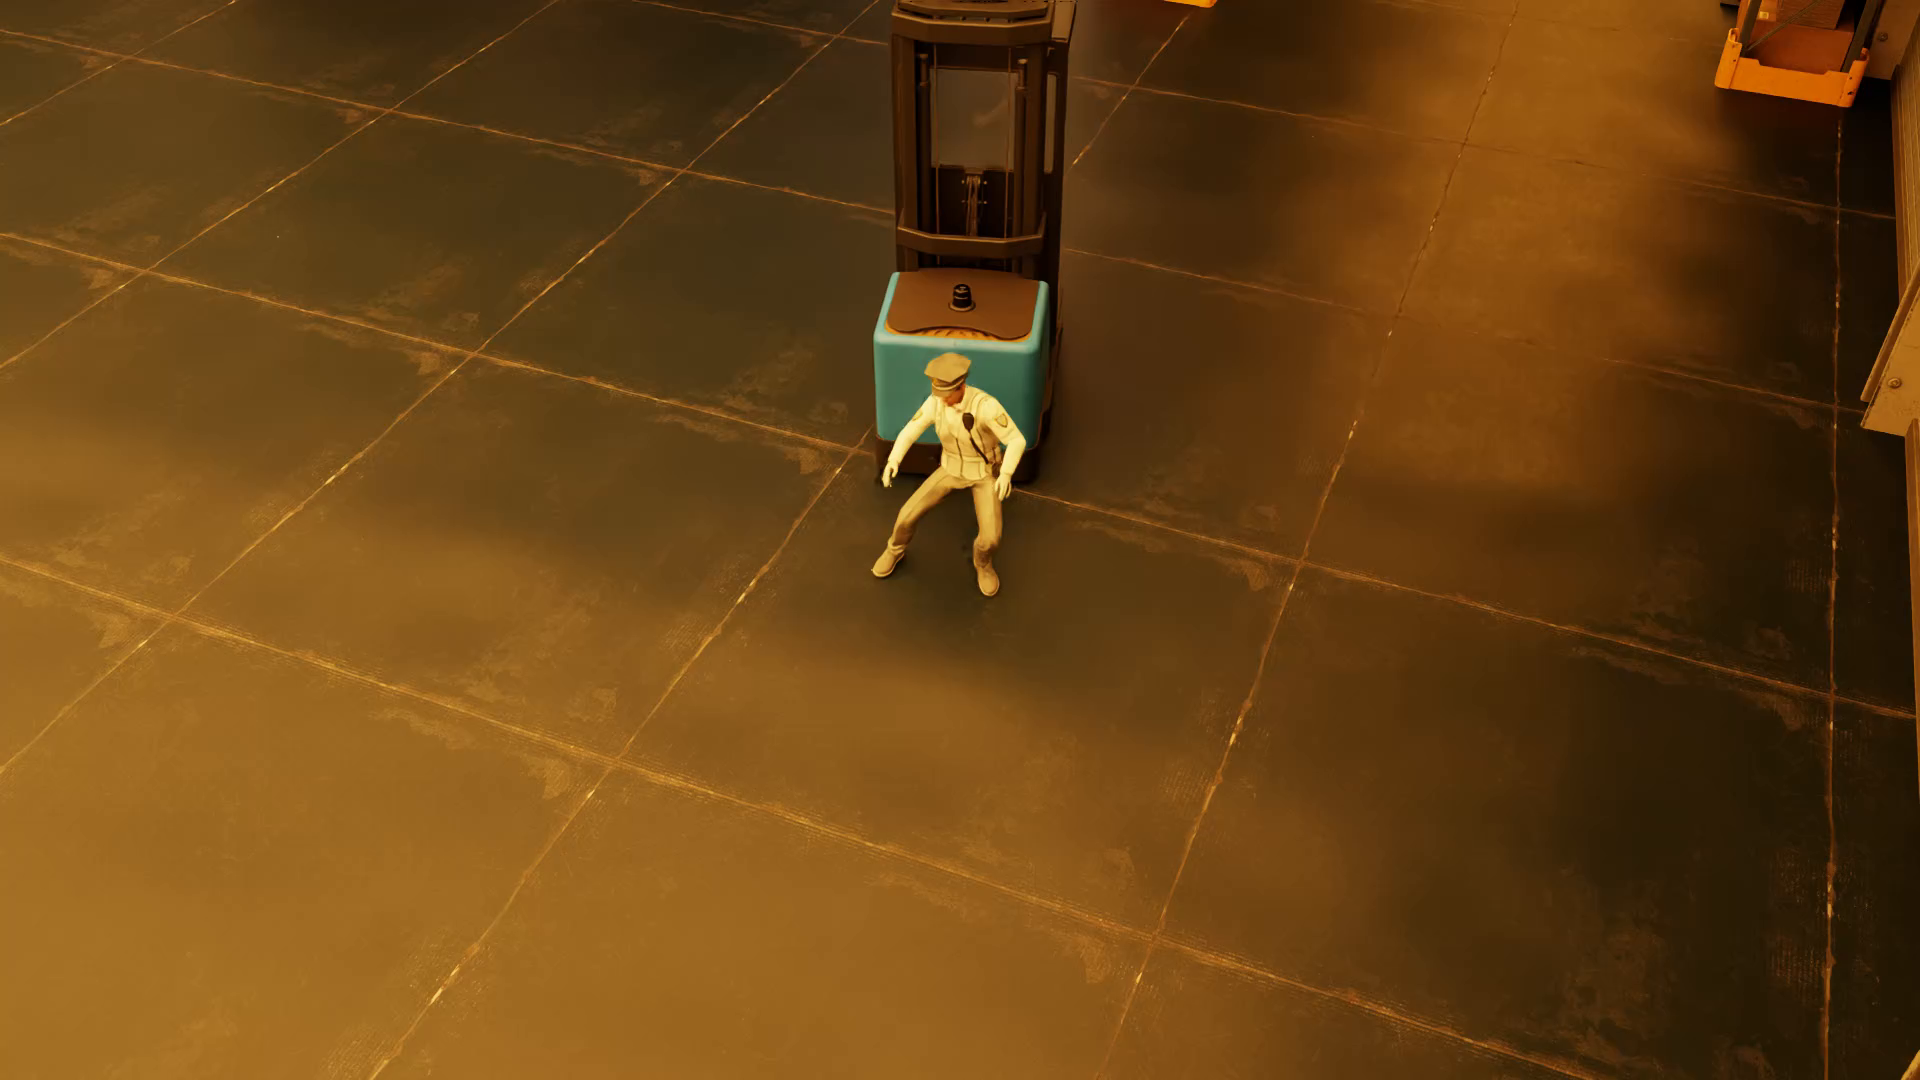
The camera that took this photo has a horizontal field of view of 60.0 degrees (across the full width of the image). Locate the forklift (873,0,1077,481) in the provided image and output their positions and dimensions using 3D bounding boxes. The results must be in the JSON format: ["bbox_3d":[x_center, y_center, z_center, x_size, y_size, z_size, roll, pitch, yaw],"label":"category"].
[{"bbox_3d":[0.149,-2.443,10.925,1.130,2.935,3.031,5,40,5],"label":"forklift"}]

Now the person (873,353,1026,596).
[{"bbox_3d":[-0.060,-0.330,9.538,0.906,1.470,0.710,19,44,21],"label":"person"}]
